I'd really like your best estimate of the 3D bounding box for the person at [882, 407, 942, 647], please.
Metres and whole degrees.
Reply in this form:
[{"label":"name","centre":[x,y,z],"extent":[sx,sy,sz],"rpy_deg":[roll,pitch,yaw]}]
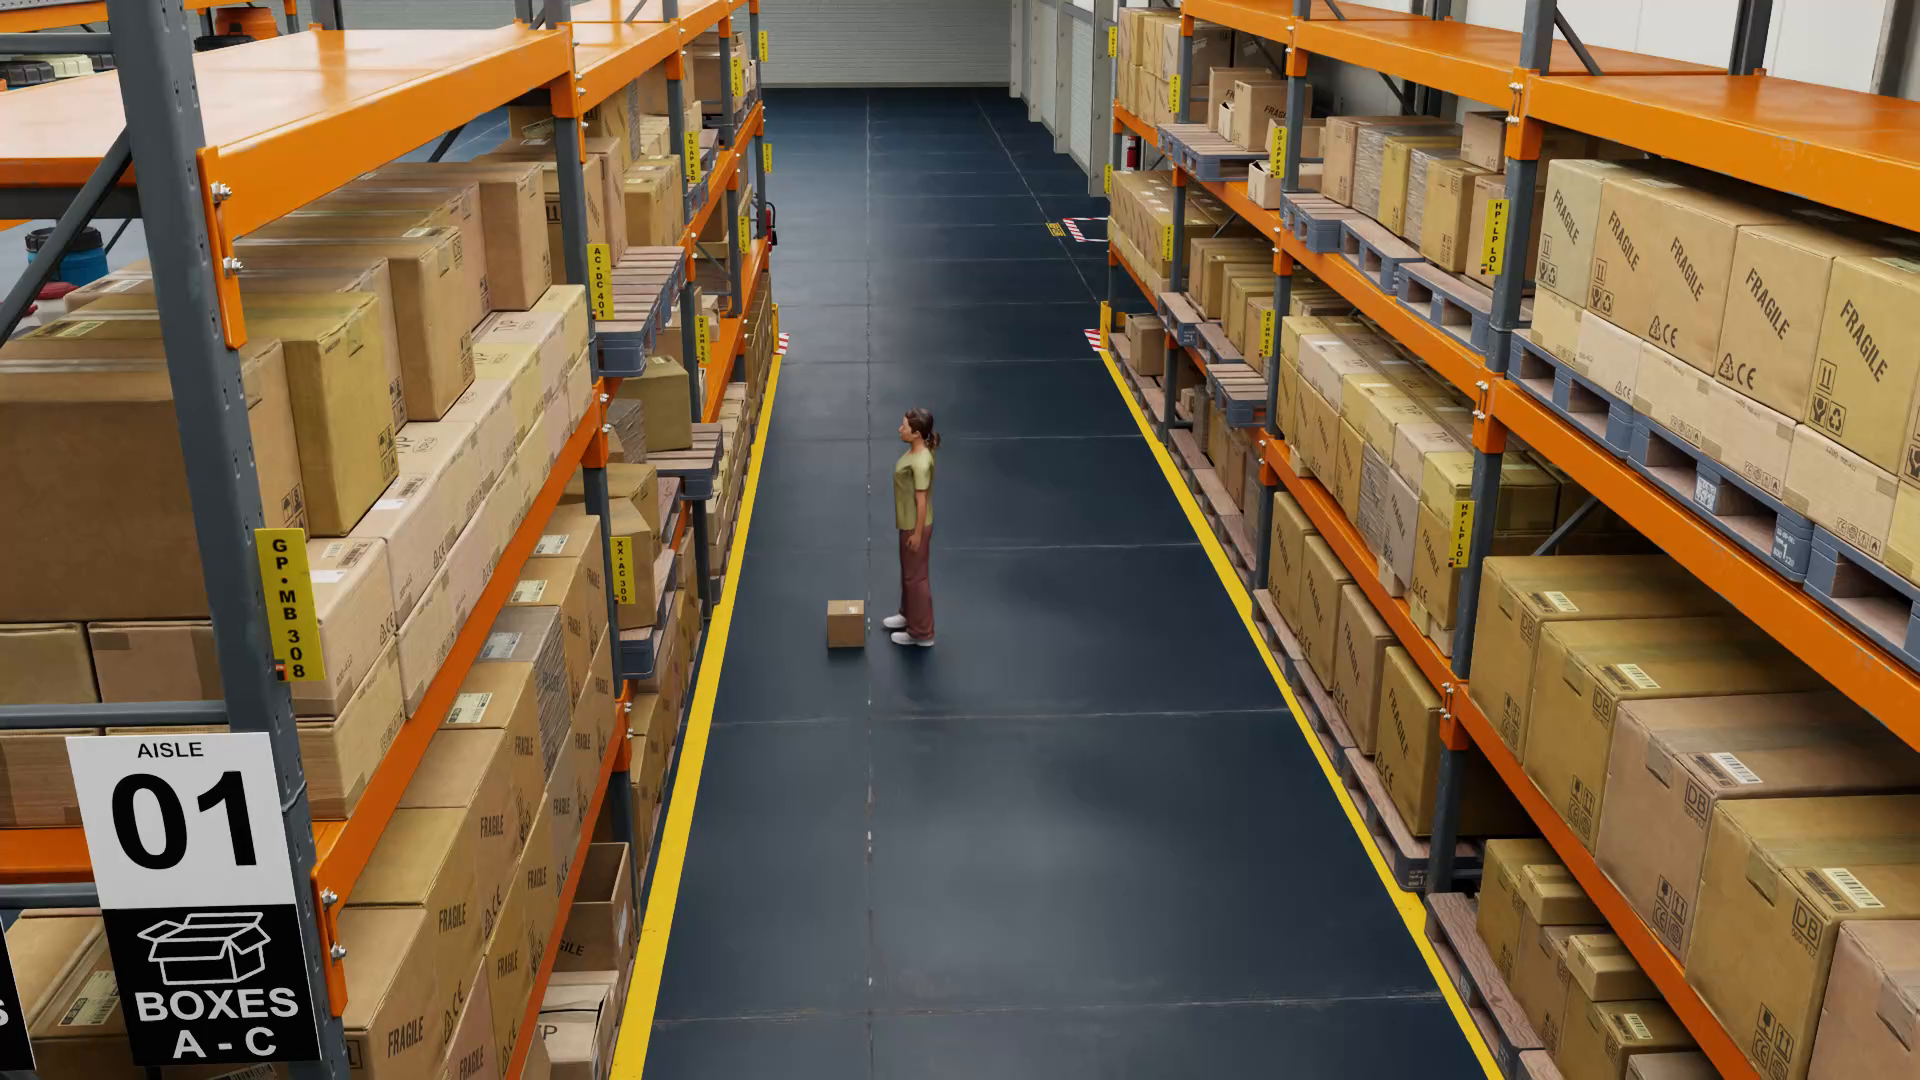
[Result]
[{"label":"person","centre":[-0.338,-0.105,11.352],"extent":[0.439,1.666,0.509],"rpy_deg":[1,20,2]}]
